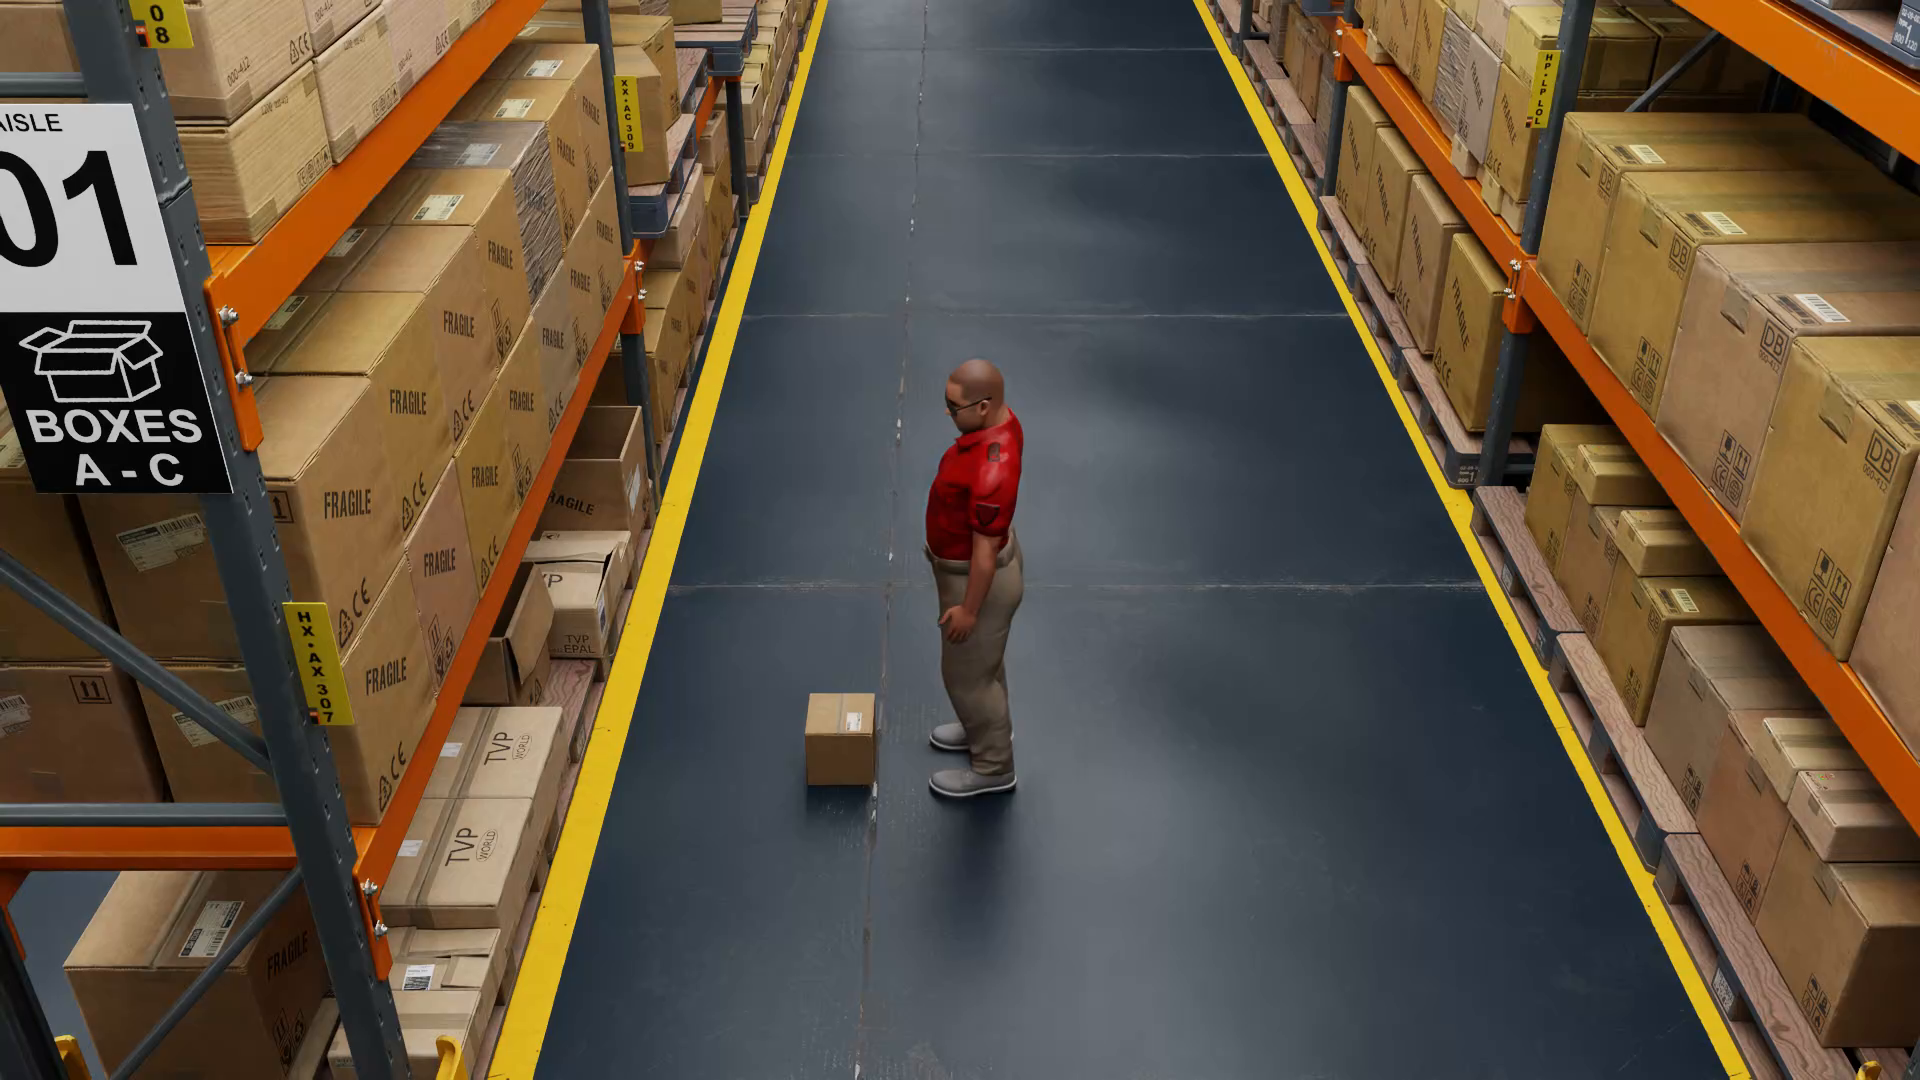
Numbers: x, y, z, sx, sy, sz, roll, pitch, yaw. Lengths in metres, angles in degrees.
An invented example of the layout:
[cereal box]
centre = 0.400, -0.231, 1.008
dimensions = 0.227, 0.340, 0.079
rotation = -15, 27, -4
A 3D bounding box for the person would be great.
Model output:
[person]
centre = 0.048, 0.143, 5.927
dimensions = 0.359, 1.721, 0.530
rotation = 0, 31, 1
